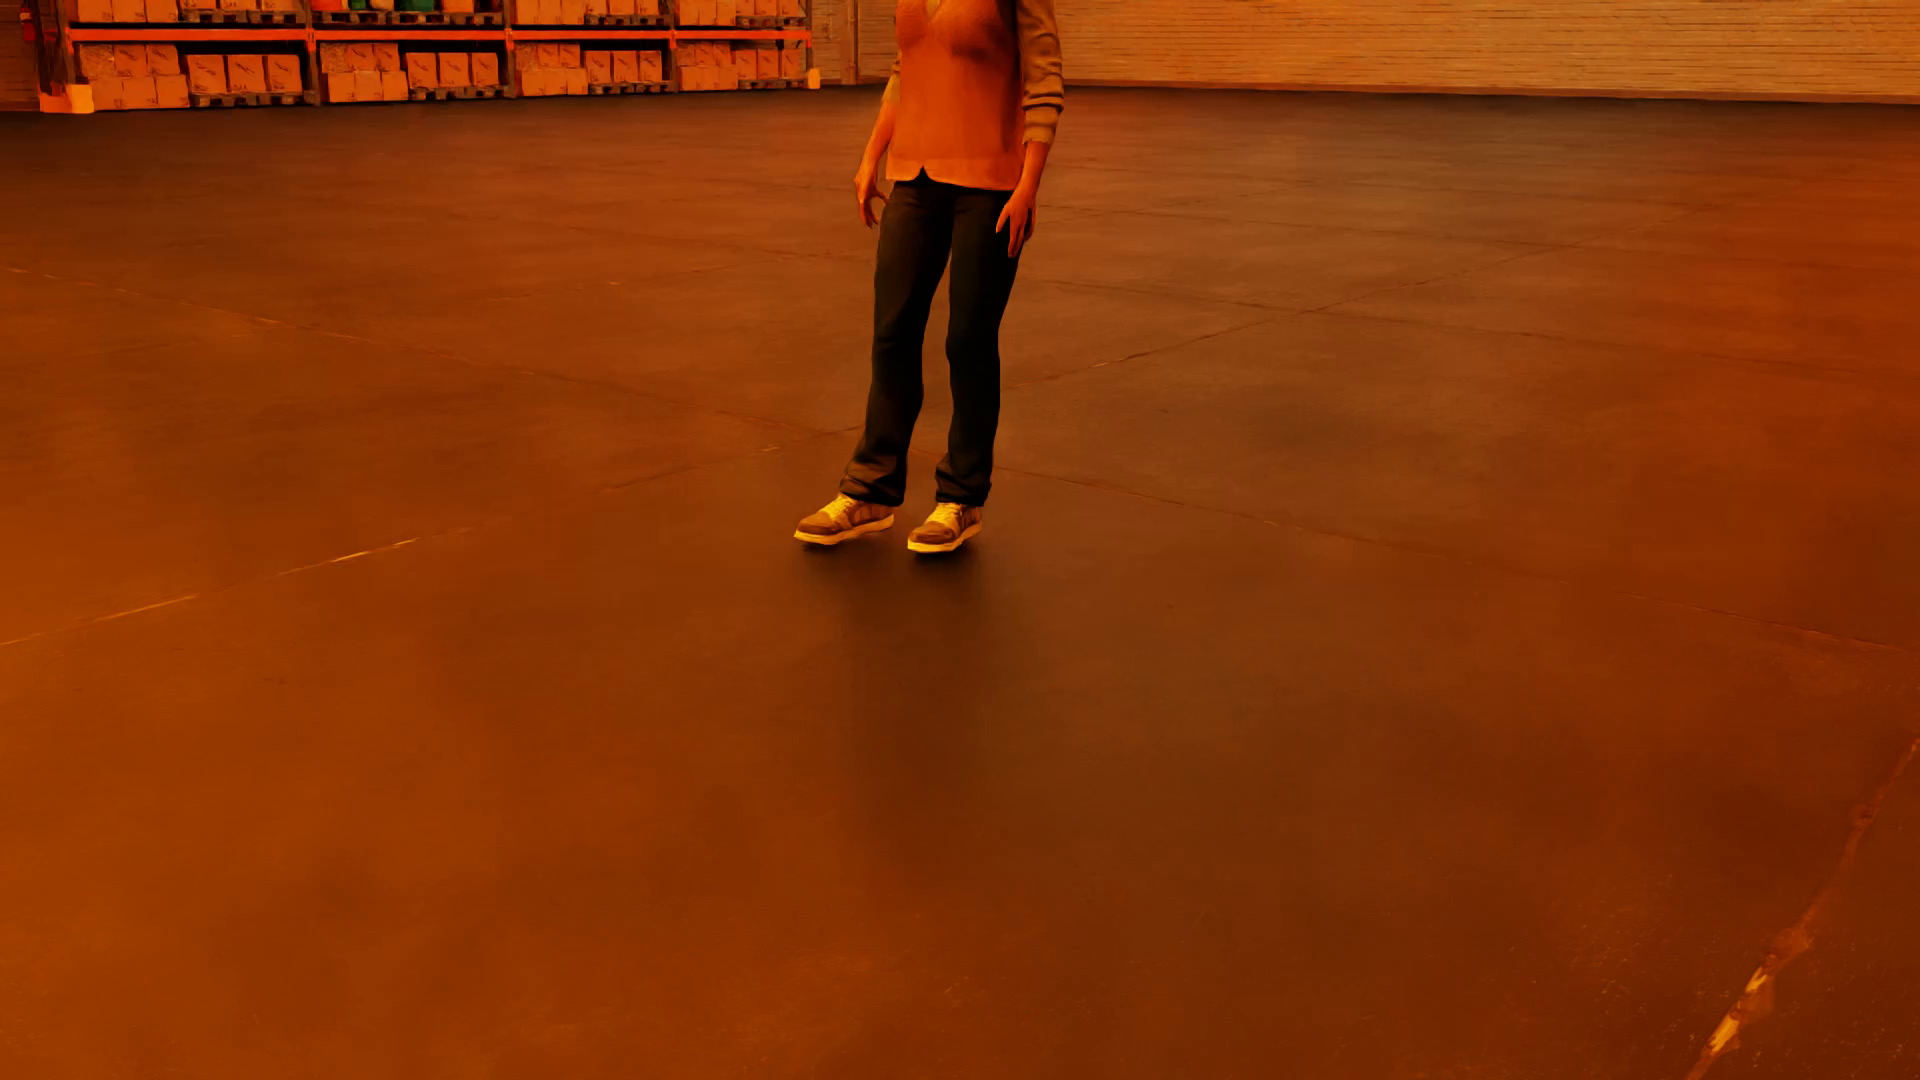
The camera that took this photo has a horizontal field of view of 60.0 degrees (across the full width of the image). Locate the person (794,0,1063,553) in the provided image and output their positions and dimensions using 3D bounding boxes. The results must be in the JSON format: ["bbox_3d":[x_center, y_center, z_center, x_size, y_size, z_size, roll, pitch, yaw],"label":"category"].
[{"bbox_3d":[-0.058,-0.754,3.663,0.520,1.590,0.476,13,21,37],"label":"person"}]
